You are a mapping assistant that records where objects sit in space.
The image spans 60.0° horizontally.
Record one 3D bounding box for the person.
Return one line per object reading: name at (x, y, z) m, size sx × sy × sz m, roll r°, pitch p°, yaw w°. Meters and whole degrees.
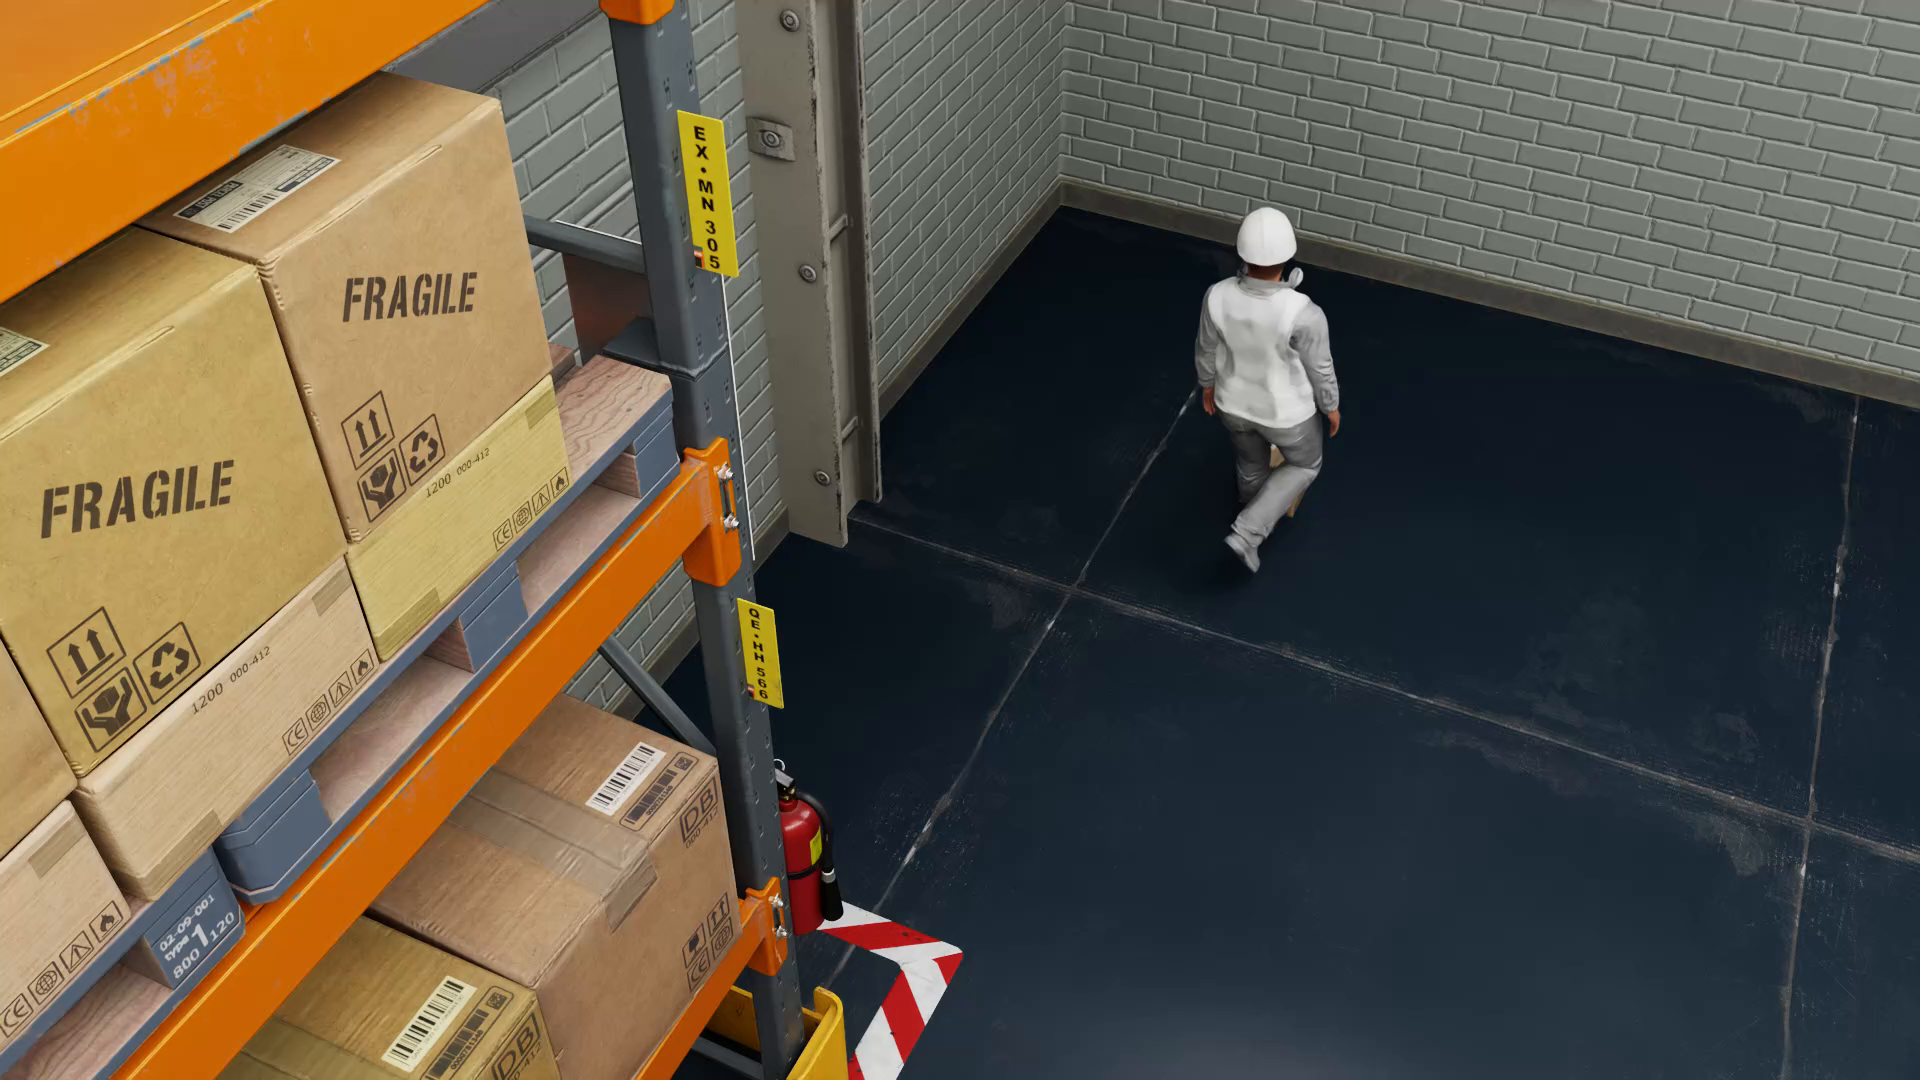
person at (1.296, -0.630, 6.851) m, size 0.609 × 1.748 × 0.735 m, roll 24°, pitch 47°, yaw 24°
